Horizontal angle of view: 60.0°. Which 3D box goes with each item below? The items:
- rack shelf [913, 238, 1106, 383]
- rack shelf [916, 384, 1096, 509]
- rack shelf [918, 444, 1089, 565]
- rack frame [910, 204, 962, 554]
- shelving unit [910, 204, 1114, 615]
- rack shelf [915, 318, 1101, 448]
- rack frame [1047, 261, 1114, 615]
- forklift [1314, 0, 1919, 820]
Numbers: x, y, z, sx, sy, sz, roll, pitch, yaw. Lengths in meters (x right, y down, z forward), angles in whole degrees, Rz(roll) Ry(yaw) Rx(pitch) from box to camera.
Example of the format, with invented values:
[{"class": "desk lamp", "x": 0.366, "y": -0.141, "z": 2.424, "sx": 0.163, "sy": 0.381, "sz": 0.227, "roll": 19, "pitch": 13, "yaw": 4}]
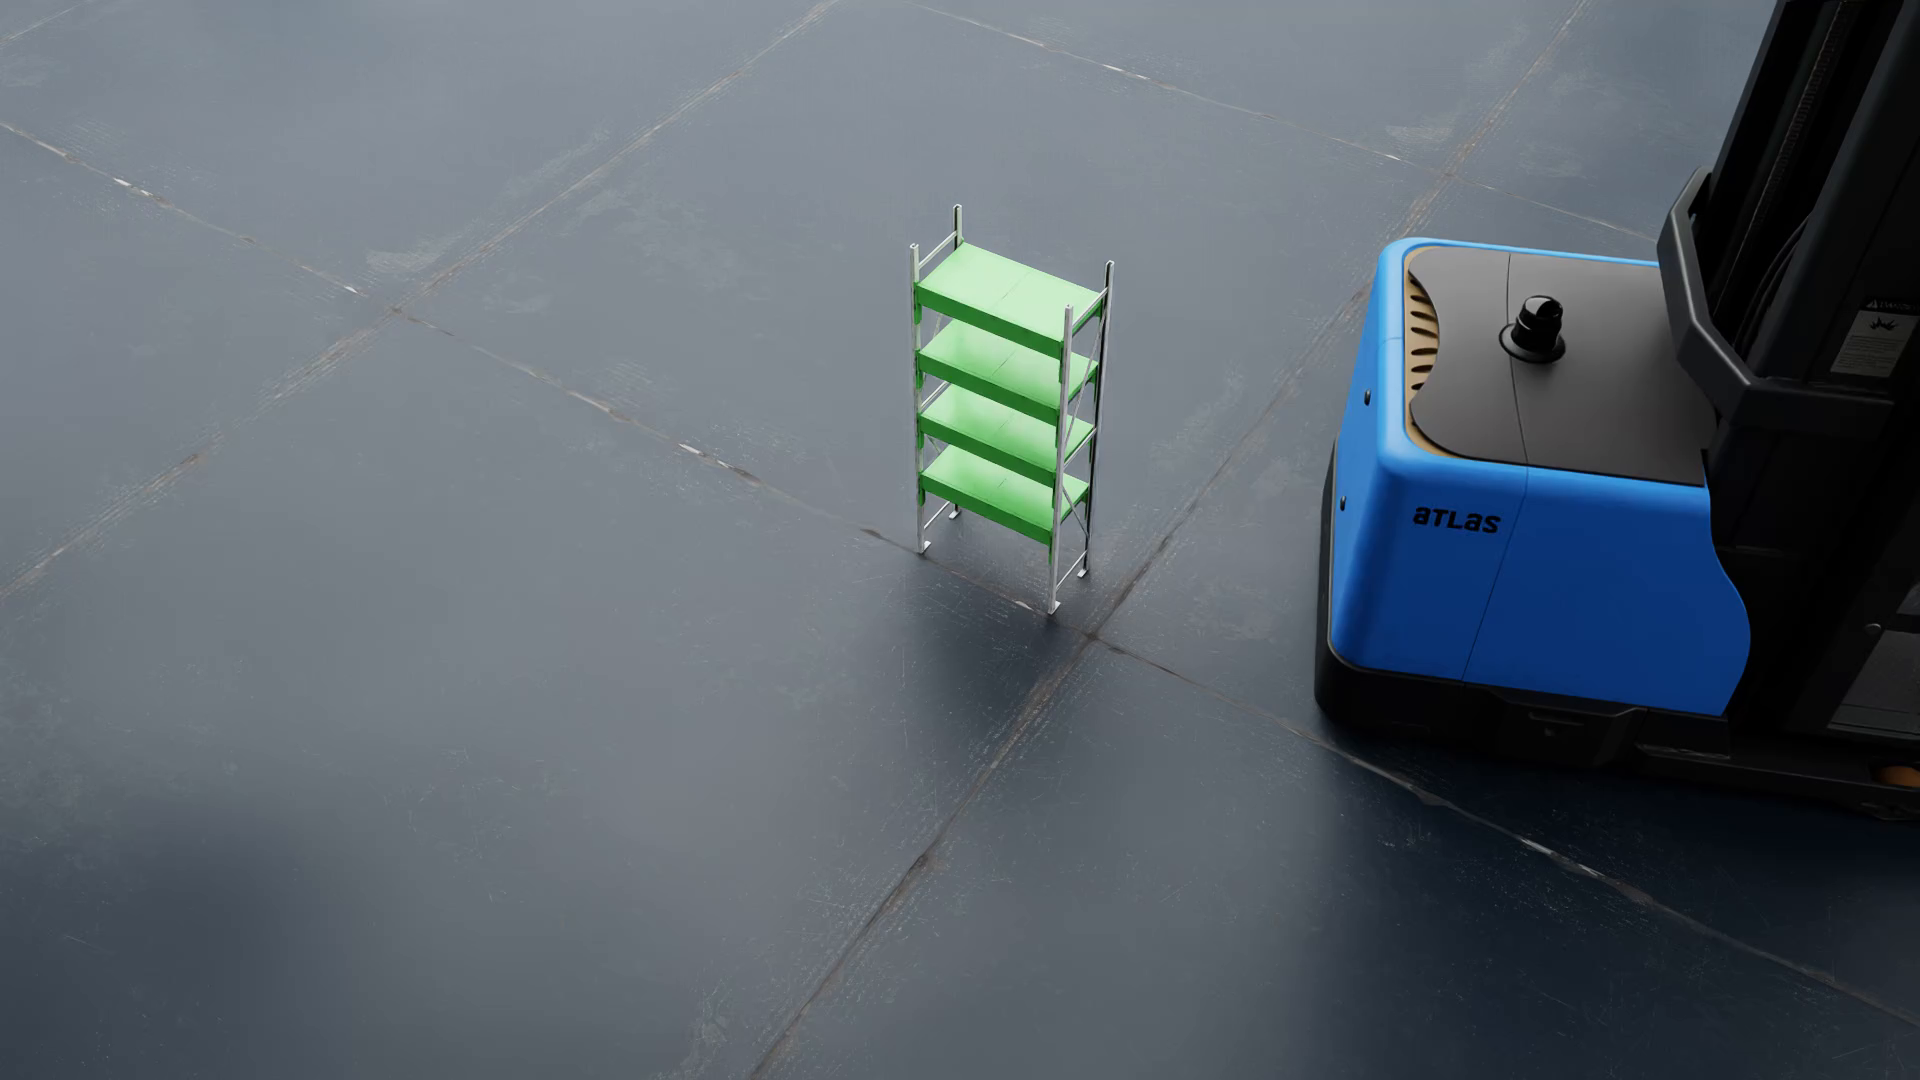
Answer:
[{"class": "rack shelf", "x": 0.139, "y": -0.644, "z": 4.630, "sx": 0.480, "sy": 0.148, "sz": 0.258, "roll": 25, "pitch": 51, "yaw": 22}, {"class": "rack shelf", "x": 0.139, "y": -0.310, "z": 4.975, "sx": 0.480, "sy": 0.148, "sz": 0.258, "roll": 25, "pitch": 51, "yaw": 22}, {"class": "rack shelf", "x": 0.139, "y": -0.142, "z": 5.147, "sx": 0.480, "sy": 0.148, "sz": 0.258, "roll": 25, "pitch": 51, "yaw": 22}, {"class": "rack frame", "x": -0.066, "y": -0.449, "z": 5.021, "sx": 0.015, "sy": 1.200, "sz": 0.240, "roll": 25, "pitch": 51, "yaw": 22}, {"class": "shelving unit", "x": 0.139, "y": -0.354, "z": 4.929, "sx": 0.503, "sy": 1.200, "sz": 0.258, "roll": 25, "pitch": 51, "yaw": 22}, {"class": "rack shelf", "x": 0.139, "y": -0.477, "z": 4.803, "sx": 0.480, "sy": 0.148, "sz": 0.258, "roll": 25, "pitch": 51, "yaw": 22}, {"class": "rack frame", "x": 0.345, "y": -0.260, "z": 4.837, "sx": 0.015, "sy": 1.200, "sz": 0.240, "roll": 25, "pitch": 51, "yaw": 22}, {"class": "forklift", "x": 2.607, "y": -0.627, "z": 3.987, "sx": 3.031, "sy": 2.935, "sz": 1.130, "roll": 7, "pitch": 46, "yaw": 7}]
